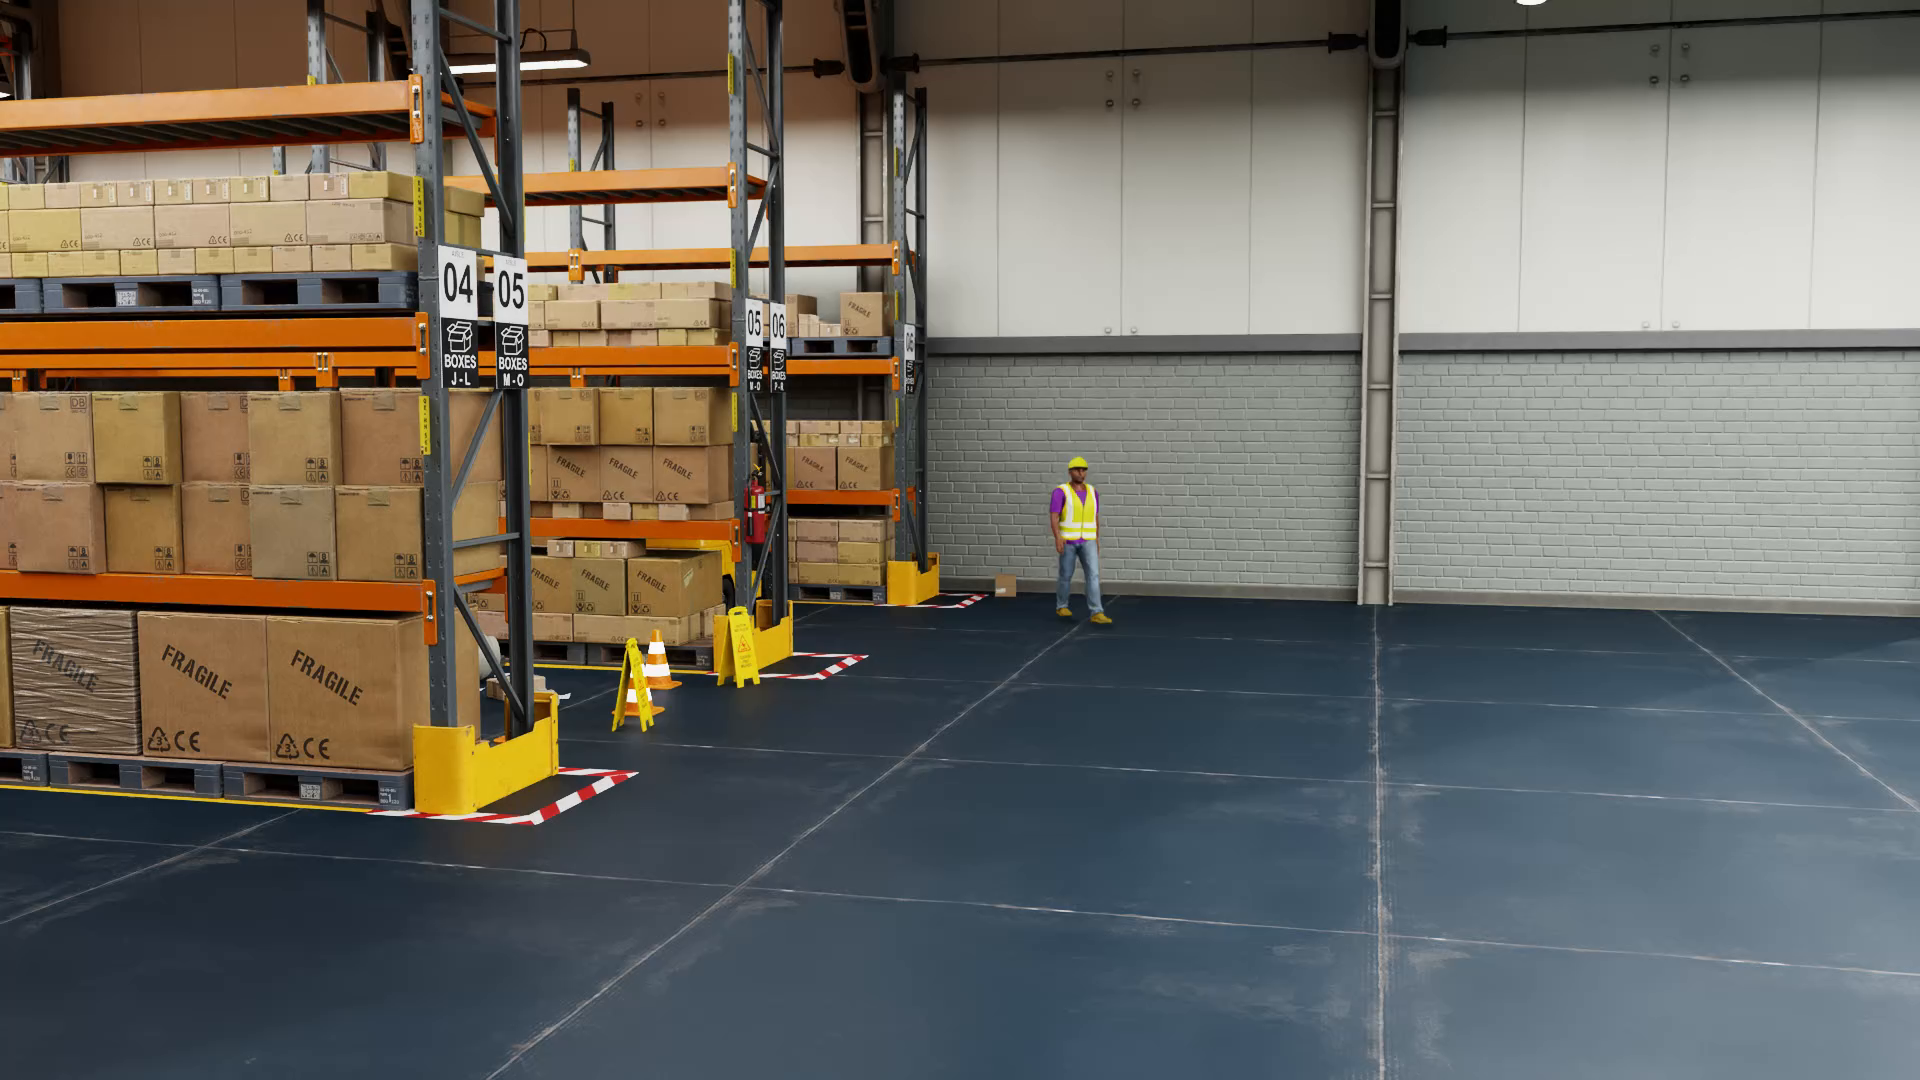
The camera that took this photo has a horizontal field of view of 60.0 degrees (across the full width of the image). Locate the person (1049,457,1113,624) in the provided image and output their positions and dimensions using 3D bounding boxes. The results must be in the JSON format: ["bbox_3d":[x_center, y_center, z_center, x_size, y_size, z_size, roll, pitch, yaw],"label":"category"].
[{"bbox_3d":[1.243,-0.005,17.312,0.609,1.711,1.002,-1,5,-16],"label":"person"}]
